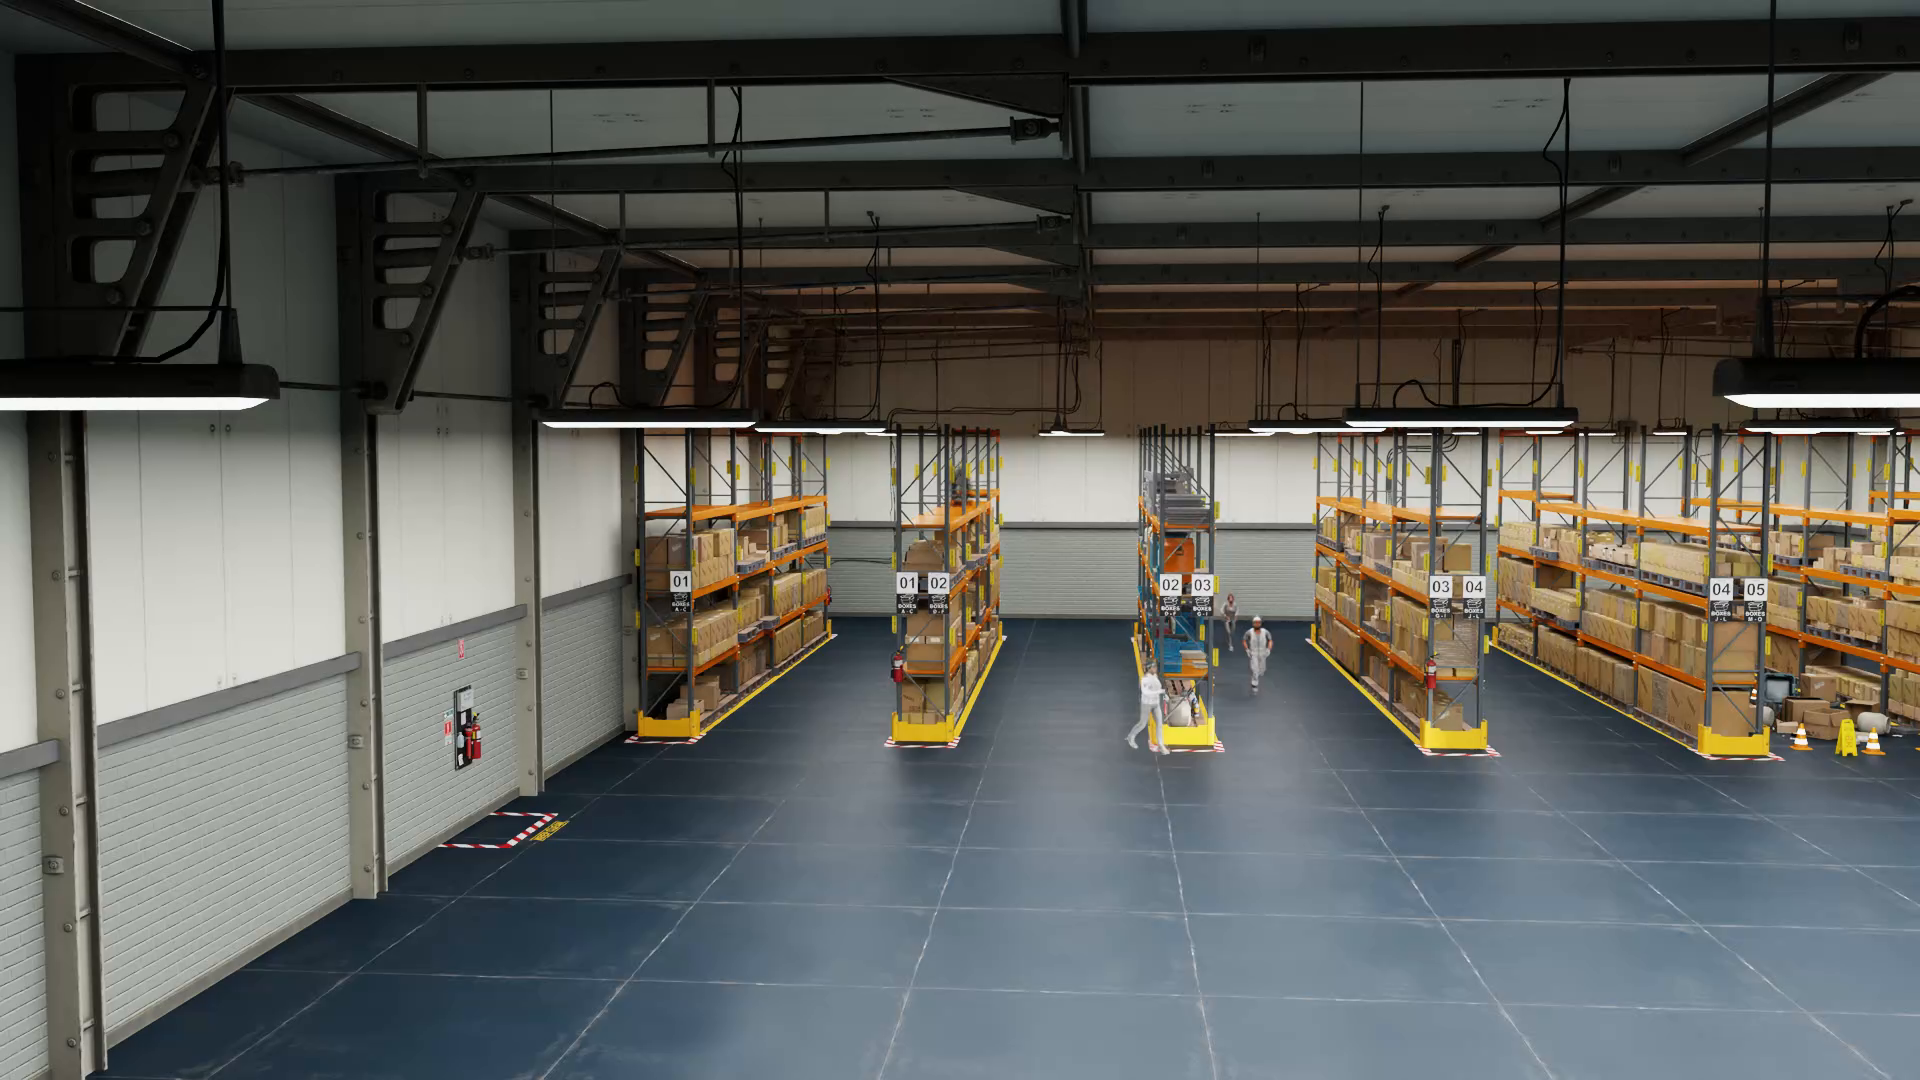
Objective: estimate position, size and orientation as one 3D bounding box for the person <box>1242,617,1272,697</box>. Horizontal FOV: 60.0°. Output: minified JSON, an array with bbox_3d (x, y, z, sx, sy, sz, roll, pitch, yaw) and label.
[{"bbox_3d":[6.647,2.587,37.207,0.671,1.773,0.697,0,3,1],"label":"person"}]

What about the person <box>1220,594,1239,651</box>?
[{"bbox_3d":[7.315,2.219,45.184,0.525,1.549,0.696,0,3,2],"label":"person"}]

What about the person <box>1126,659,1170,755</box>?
[{"bbox_3d":[3.438,3.008,30.280,0.919,1.702,0.598,3,5,45],"label":"person"}]
